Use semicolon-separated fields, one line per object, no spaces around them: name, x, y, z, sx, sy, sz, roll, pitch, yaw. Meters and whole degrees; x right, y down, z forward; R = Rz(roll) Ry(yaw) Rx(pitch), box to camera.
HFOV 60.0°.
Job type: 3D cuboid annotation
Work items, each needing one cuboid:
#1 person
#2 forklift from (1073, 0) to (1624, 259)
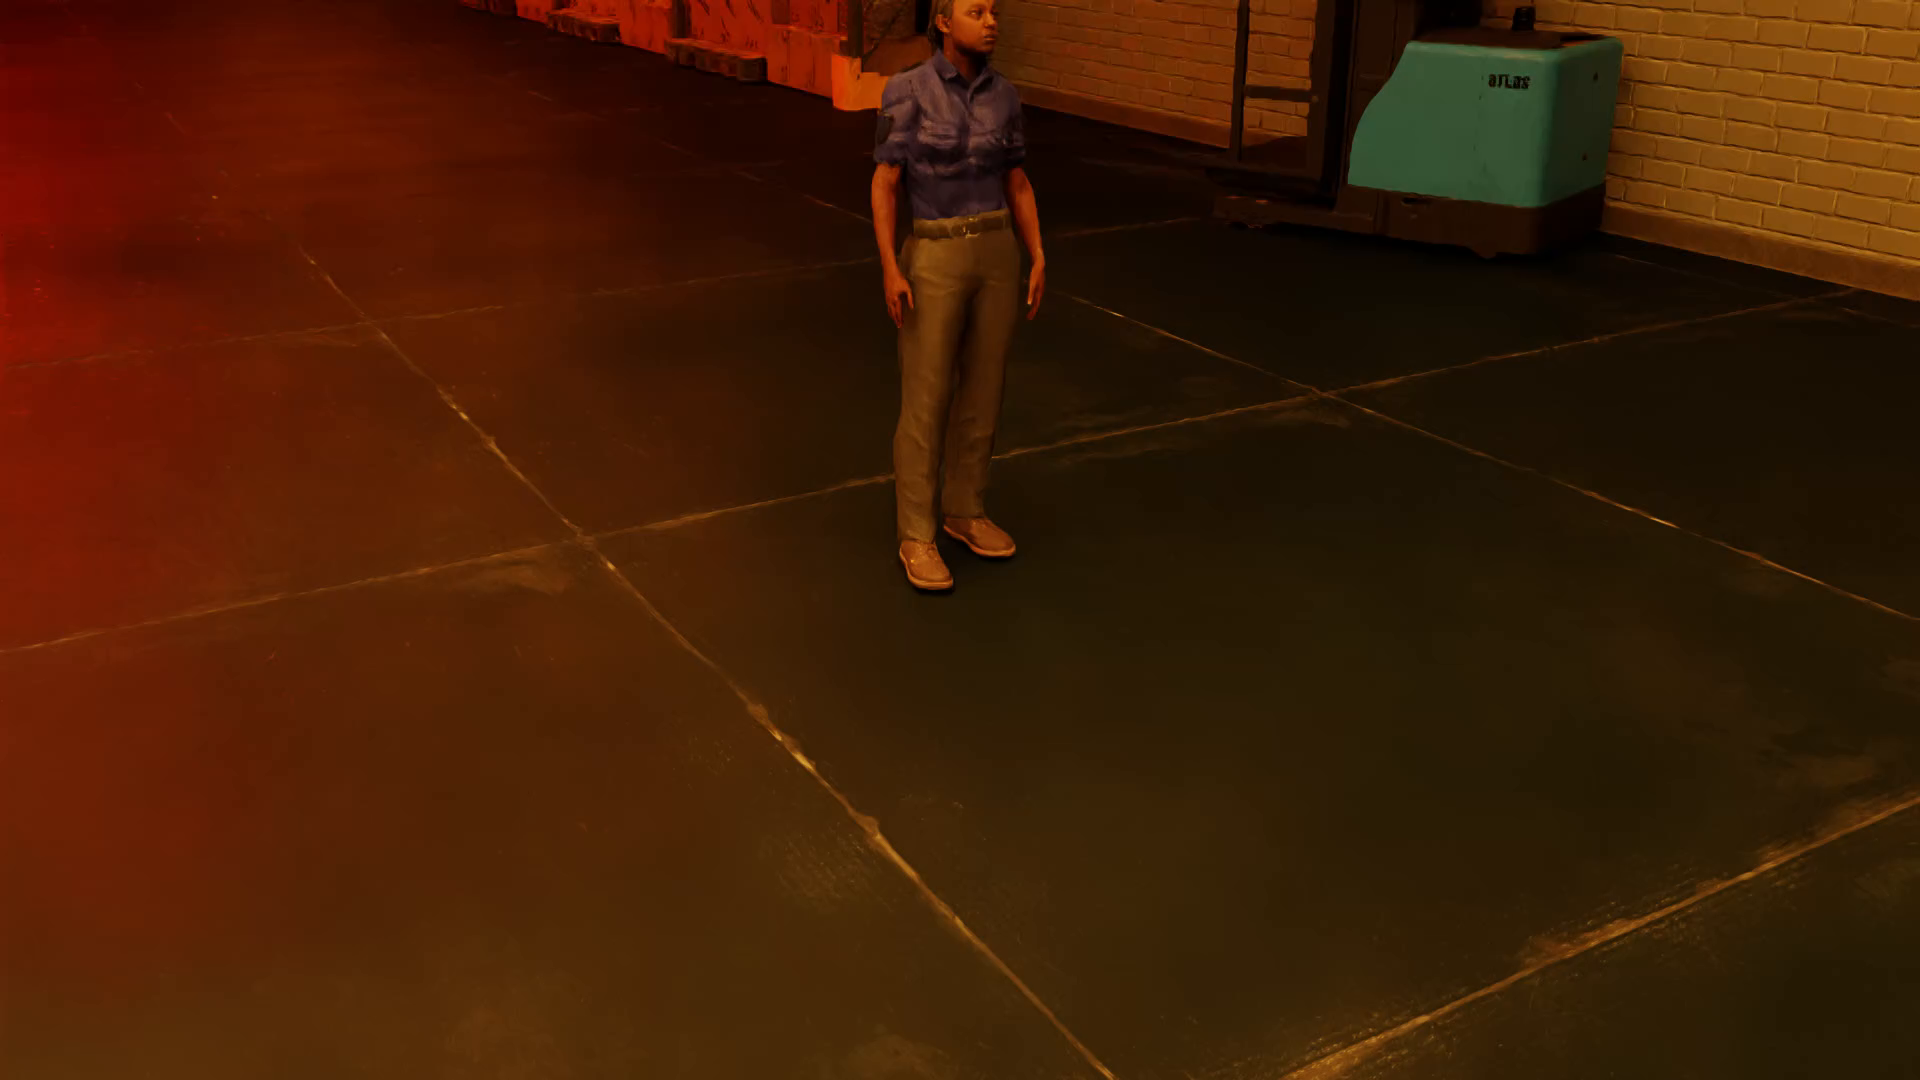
person;0.027;-0.740;4.738;0.570;1.654;0.503;-12;25;-28
forklift;2.078;-3.252;9.200;3.031;2.935;1.130;18;28;36
